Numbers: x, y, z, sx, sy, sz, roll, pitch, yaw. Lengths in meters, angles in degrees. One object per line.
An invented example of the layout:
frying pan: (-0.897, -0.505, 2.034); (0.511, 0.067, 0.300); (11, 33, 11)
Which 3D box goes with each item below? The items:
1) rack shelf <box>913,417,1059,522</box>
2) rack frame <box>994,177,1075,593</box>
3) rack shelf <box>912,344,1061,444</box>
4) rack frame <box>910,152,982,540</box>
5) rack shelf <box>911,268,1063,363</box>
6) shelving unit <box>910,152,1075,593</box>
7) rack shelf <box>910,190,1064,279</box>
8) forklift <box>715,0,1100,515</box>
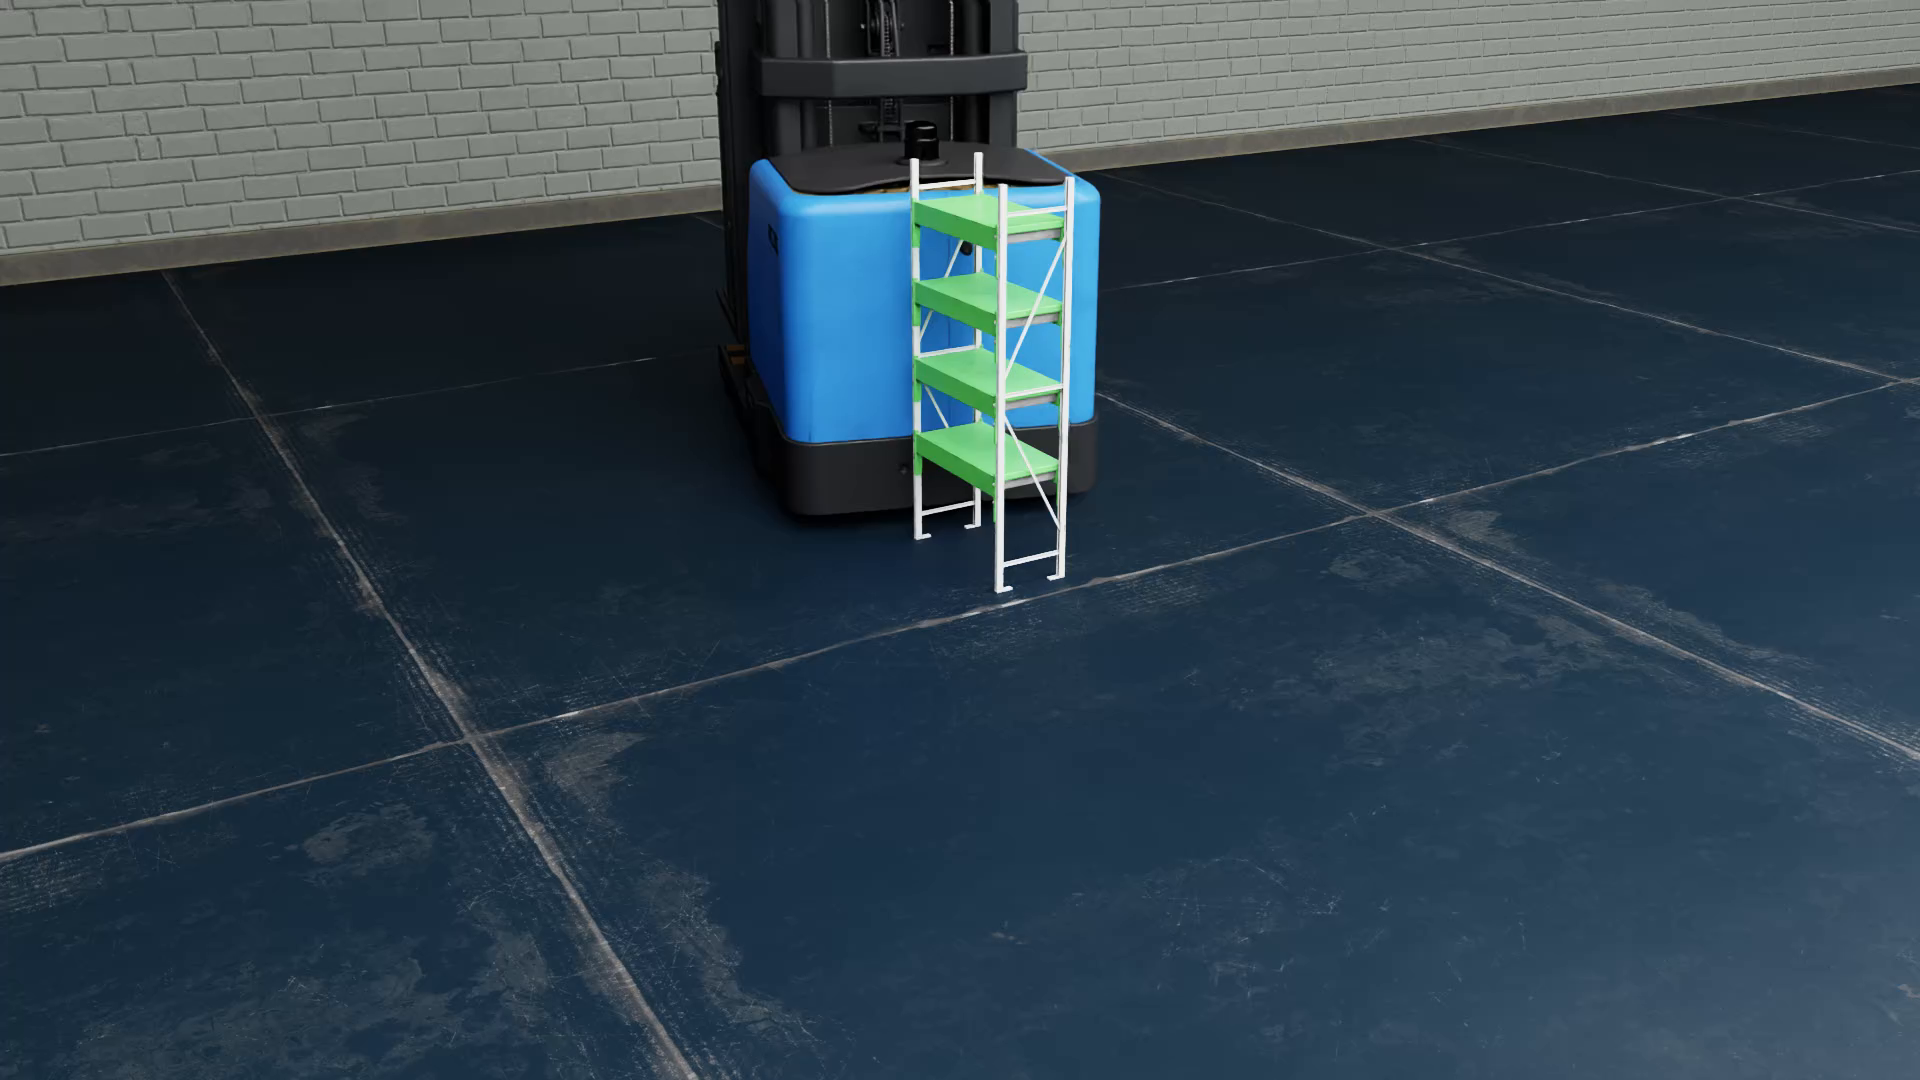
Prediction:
rack shelf: (0.085, -0.221, 5.068); (0.258, 0.148, 0.480); (-13, 25, -28)
rack frame: (0.209, -0.423, 4.759); (0.240, 1.200, 0.015); (-13, 25, -28)
rack shelf: (0.085, -0.443, 4.978); (0.258, 0.148, 0.480); (-13, 25, -28)
rack frame: (-0.040, -0.581, 5.148); (0.240, 1.200, 0.015); (-13, 25, -28)
rack shelf: (0.085, -0.665, 4.887); (0.258, 0.148, 0.480); (-13, 25, -28)
shelving unit: (0.085, -0.502, 4.954); (0.258, 1.200, 0.503); (-13, 25, -28)
rack shelf: (0.085, -0.888, 4.797); (0.258, 0.148, 0.480); (-13, 25, -28)
forklift: (-0.384, -1.961, 6.243); (1.130, 2.935, 3.031); (-5, 23, -12)
